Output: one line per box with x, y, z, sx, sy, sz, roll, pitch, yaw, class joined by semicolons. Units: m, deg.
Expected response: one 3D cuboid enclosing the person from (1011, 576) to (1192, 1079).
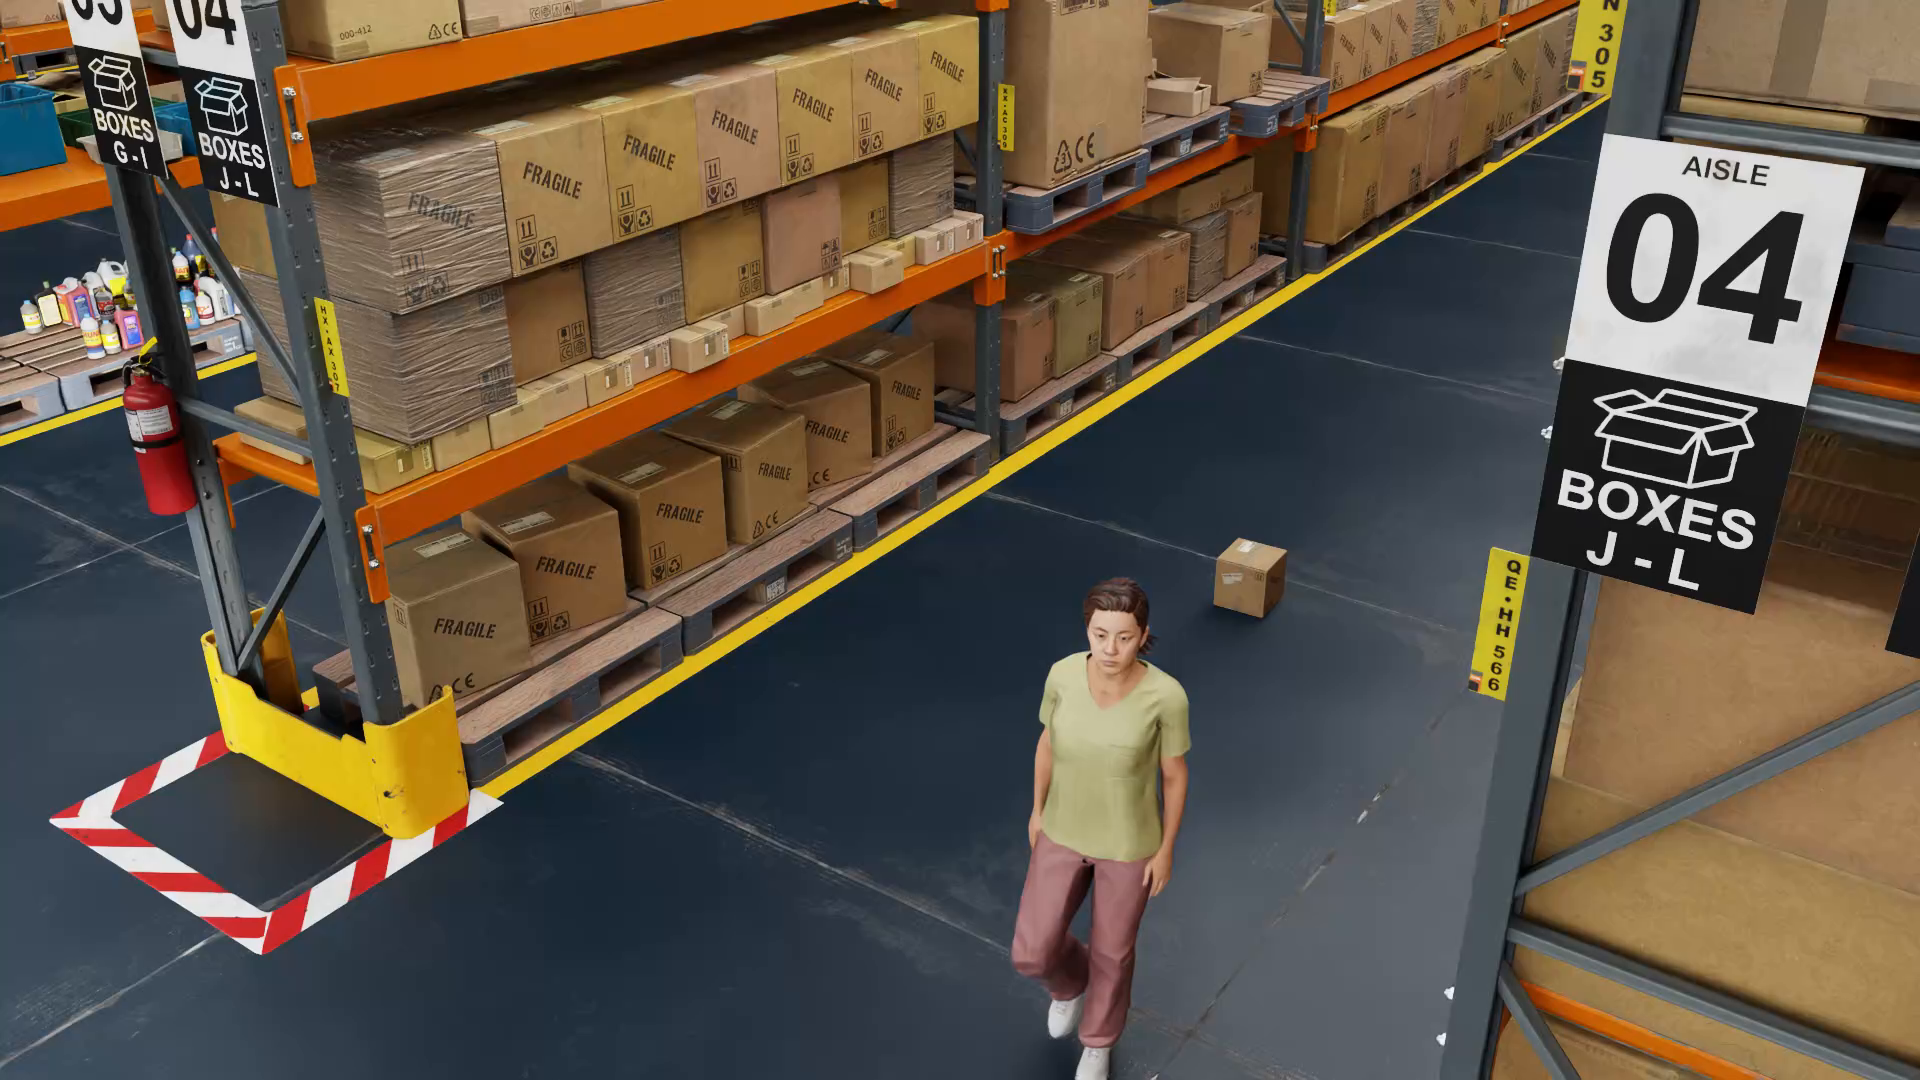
0.404;0.882;4.830;0.471;1.664;0.456;9;28;17;person
